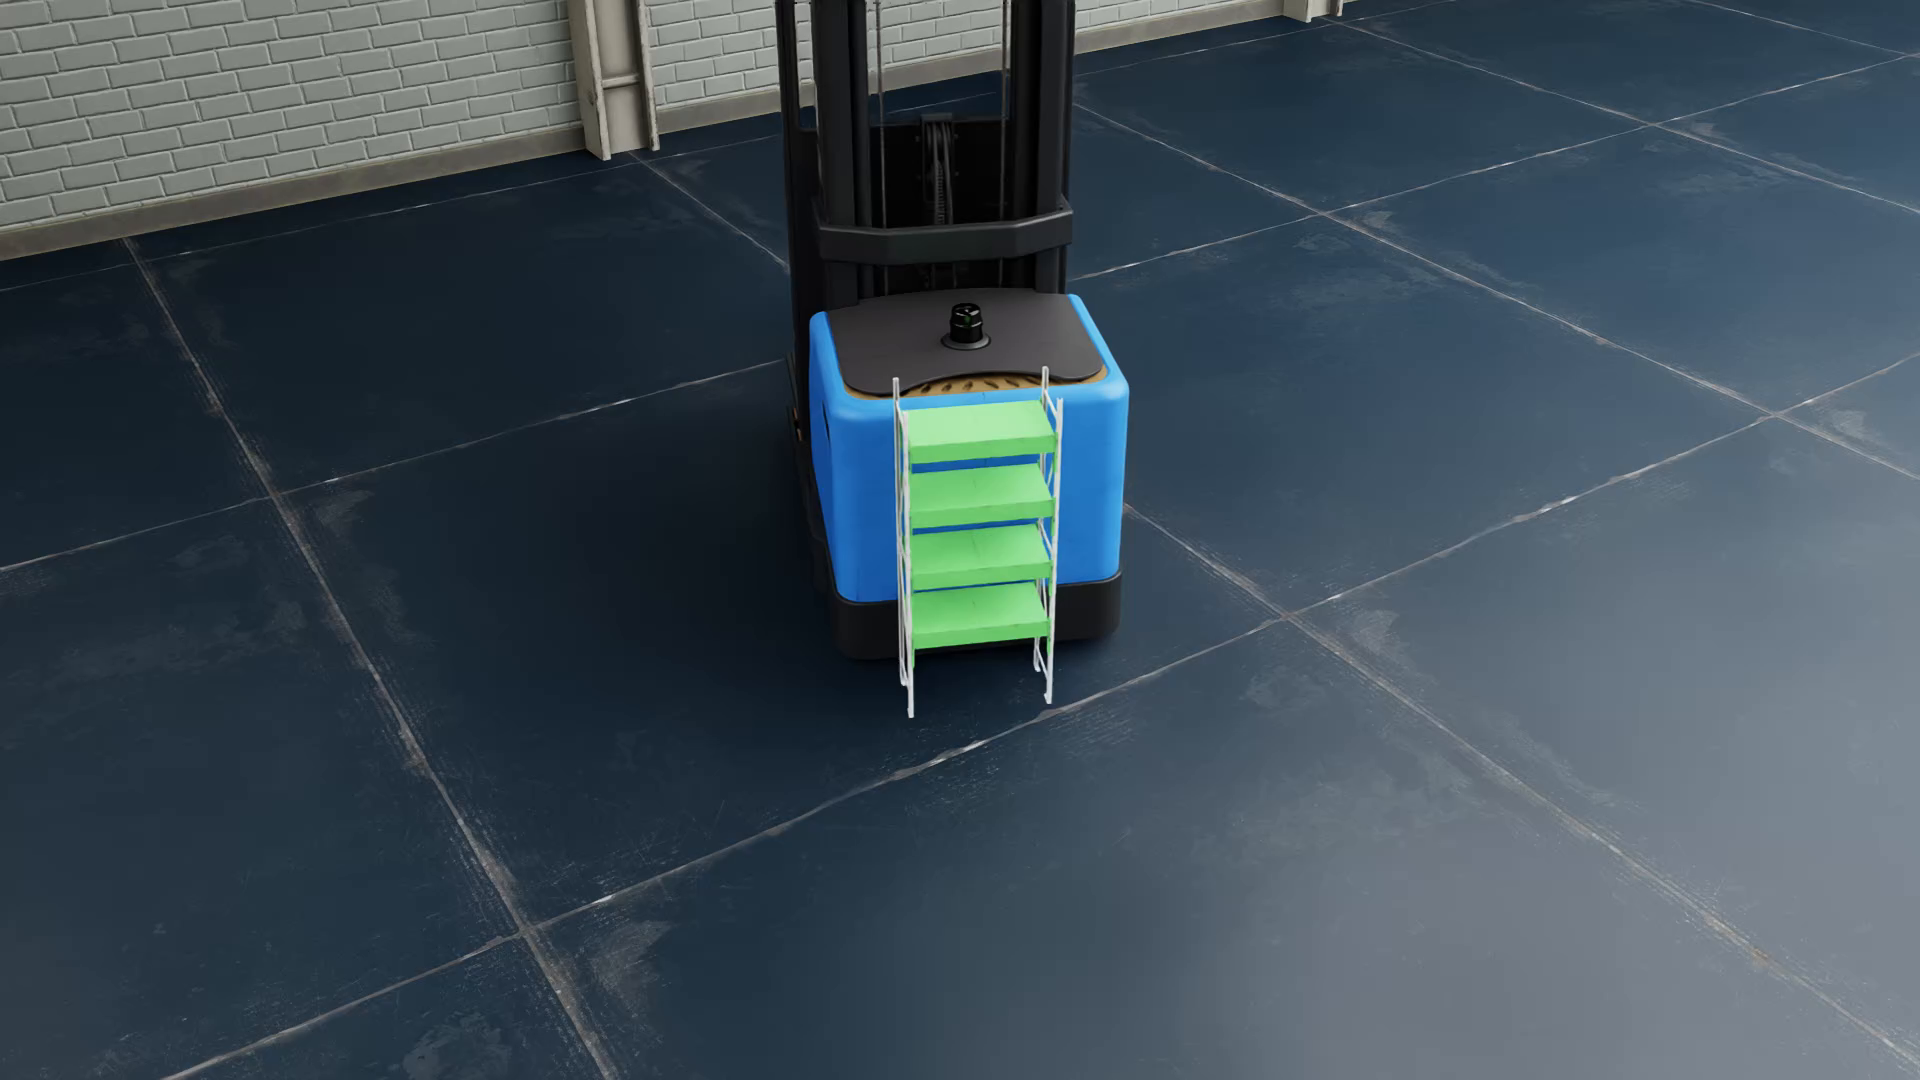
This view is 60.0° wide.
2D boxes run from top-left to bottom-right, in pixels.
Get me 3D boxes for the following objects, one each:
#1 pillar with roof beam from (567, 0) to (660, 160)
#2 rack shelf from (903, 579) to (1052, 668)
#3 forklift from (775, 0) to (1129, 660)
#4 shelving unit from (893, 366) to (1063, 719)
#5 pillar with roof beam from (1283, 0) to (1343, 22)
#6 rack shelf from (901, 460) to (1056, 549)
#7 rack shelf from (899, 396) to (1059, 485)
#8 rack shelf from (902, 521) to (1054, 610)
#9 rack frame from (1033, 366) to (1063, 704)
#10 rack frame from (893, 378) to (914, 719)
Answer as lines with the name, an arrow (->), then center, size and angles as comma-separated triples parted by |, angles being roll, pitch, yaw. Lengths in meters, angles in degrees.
pillar with roof beam -> 0.145, -4.415, 5.315 | 0.400, 9.000, 9.100 | -19, 37, -27
rack shelf -> 0.053, 0.285, 5.742 | 0.480, 0.148, 0.258 | -5, 33, -8
forklift -> -0.164, -1.584, 6.514 | 1.130, 2.935, 3.031 | -5, 33, -8
shelving unit -> 0.053, 0.029, 5.578 | 0.503, 1.200, 0.258 | -5, 33, -8
pillar with roof beam -> 5.188, -6.149, 8.064 | 0.400, 9.000, 9.100 | -19, 37, -27
rack shelf -> 0.054, -0.120, 5.483 | 0.480, 0.148, 0.258 | -5, 33, -8
rack shelf -> 0.054, -0.322, 5.354 | 0.480, 0.148, 0.258 | -5, 33, -8
rack shelf -> 0.053, 0.083, 5.612 | 0.480, 0.148, 0.258 | -5, 33, -8
rack frame -> 0.294, 0.007, 5.612 | 0.015, 1.200, 0.240 | -5, 33, -8
rack frame -> -0.187, 0.051, 5.544 | 0.015, 1.200, 0.240 | -5, 33, -8
